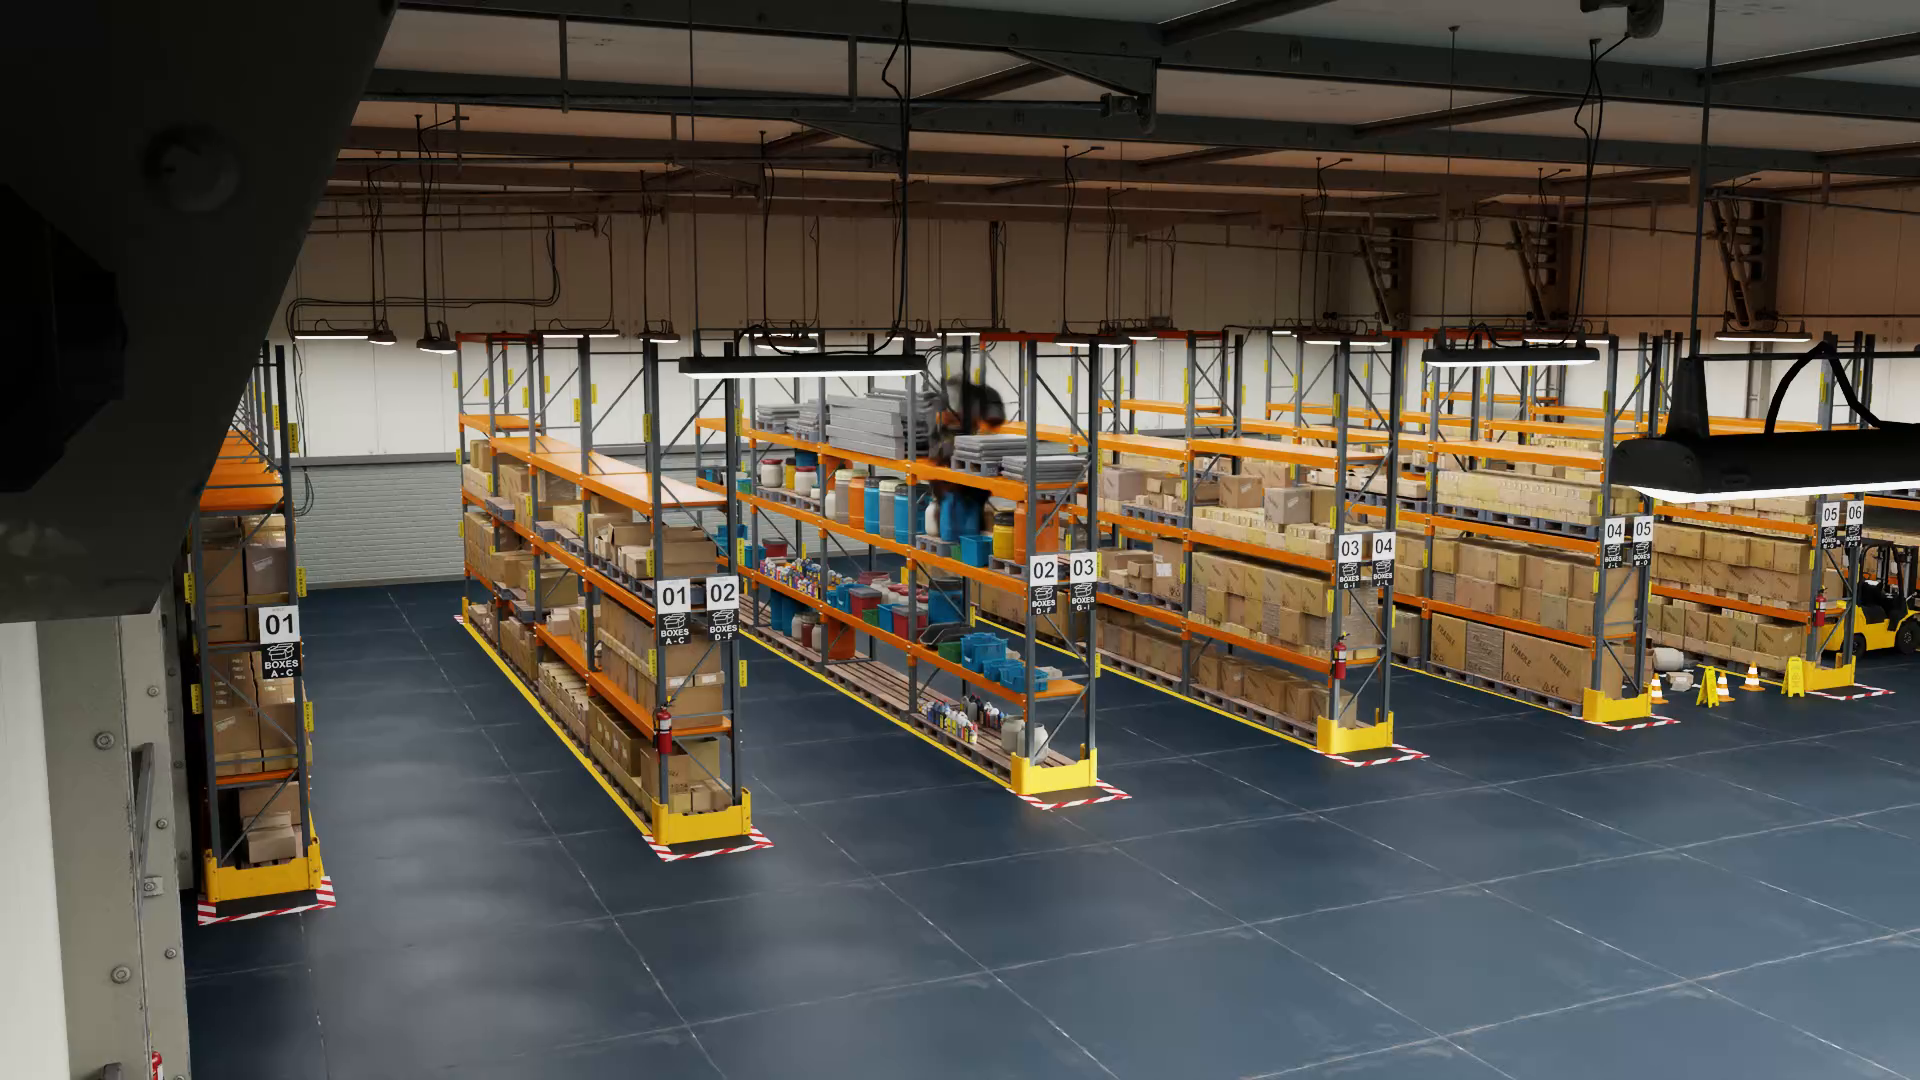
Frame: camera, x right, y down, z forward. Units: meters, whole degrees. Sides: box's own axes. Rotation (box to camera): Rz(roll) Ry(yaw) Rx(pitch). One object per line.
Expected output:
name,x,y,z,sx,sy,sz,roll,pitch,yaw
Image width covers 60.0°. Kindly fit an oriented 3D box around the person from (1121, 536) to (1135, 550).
person,4.252,-0.172,42.215,0.632,1.684,0.614,-2,8,-17
